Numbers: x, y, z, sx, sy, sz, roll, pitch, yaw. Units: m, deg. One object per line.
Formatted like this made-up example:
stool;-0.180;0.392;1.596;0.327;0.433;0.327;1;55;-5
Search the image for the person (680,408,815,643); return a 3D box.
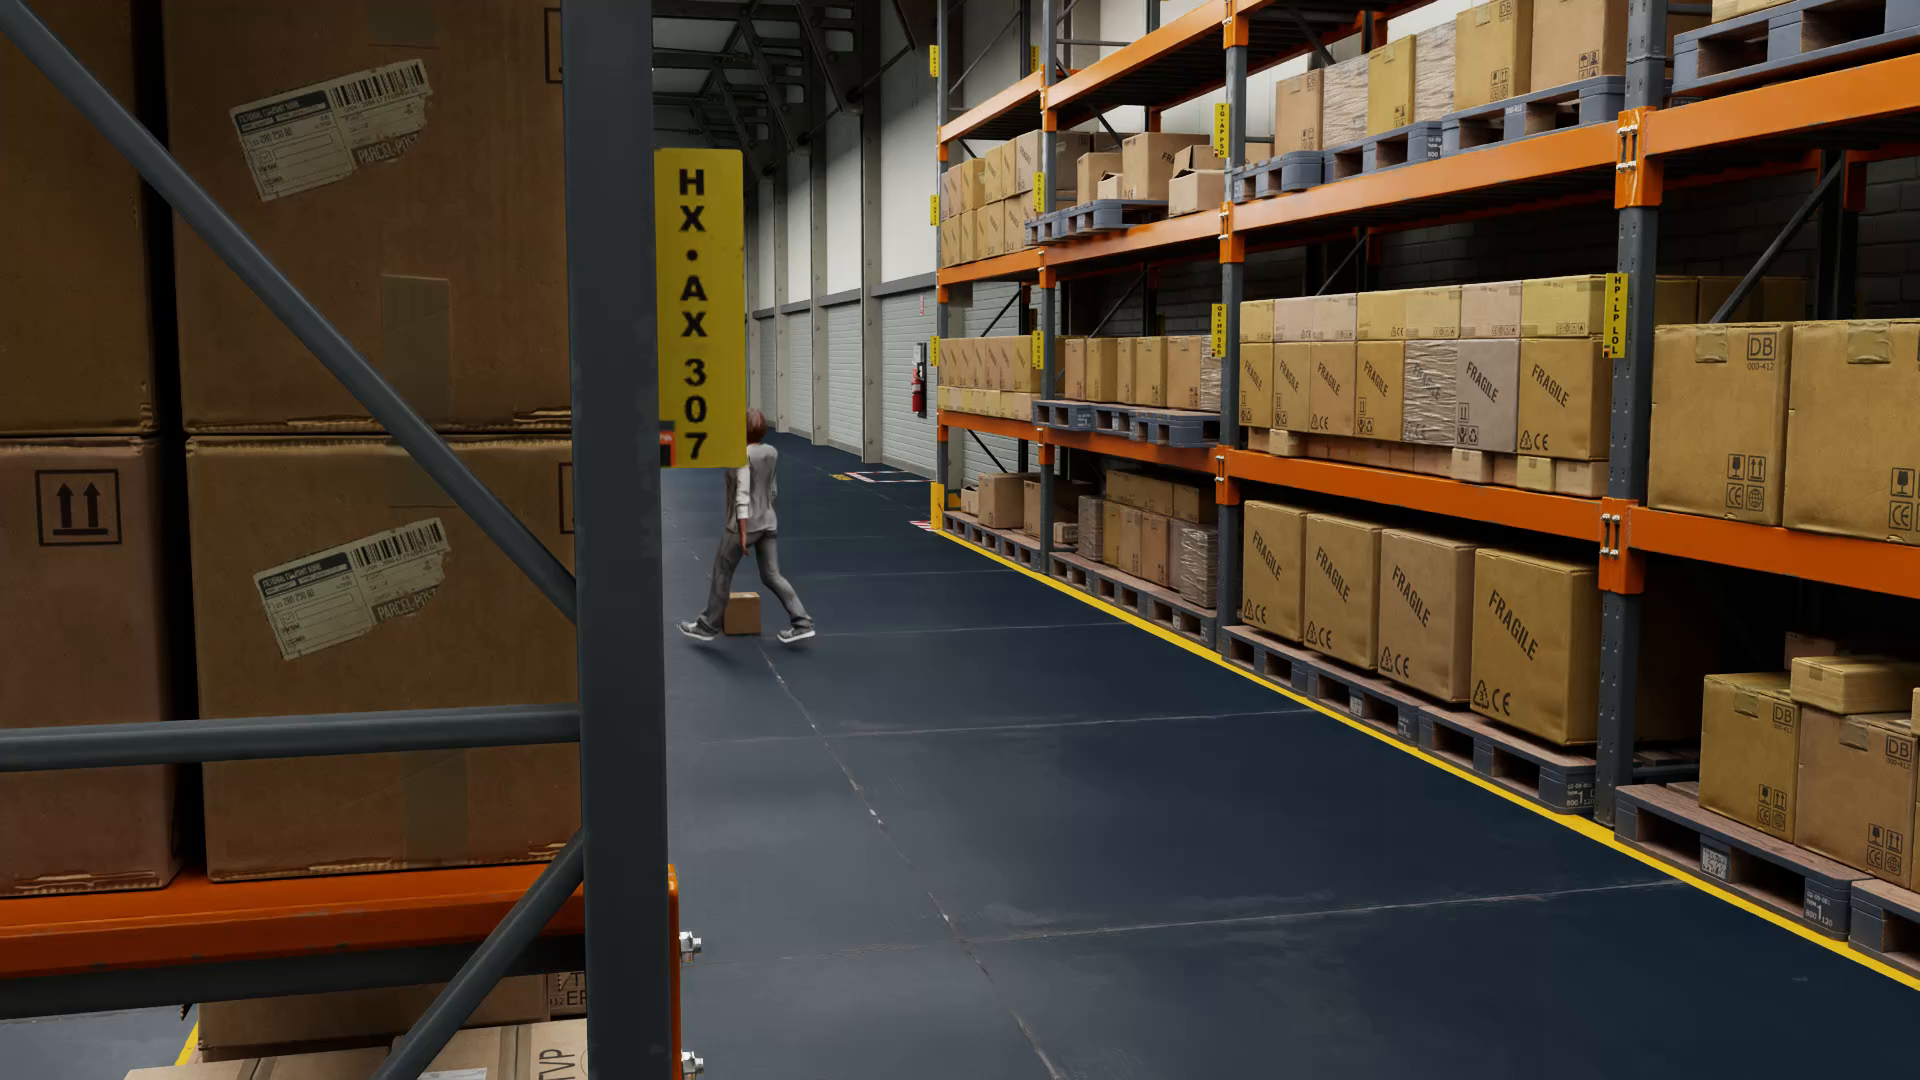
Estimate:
person;-1.397;-0.087;10.840;0.958;1.521;0.435;5;8;36
